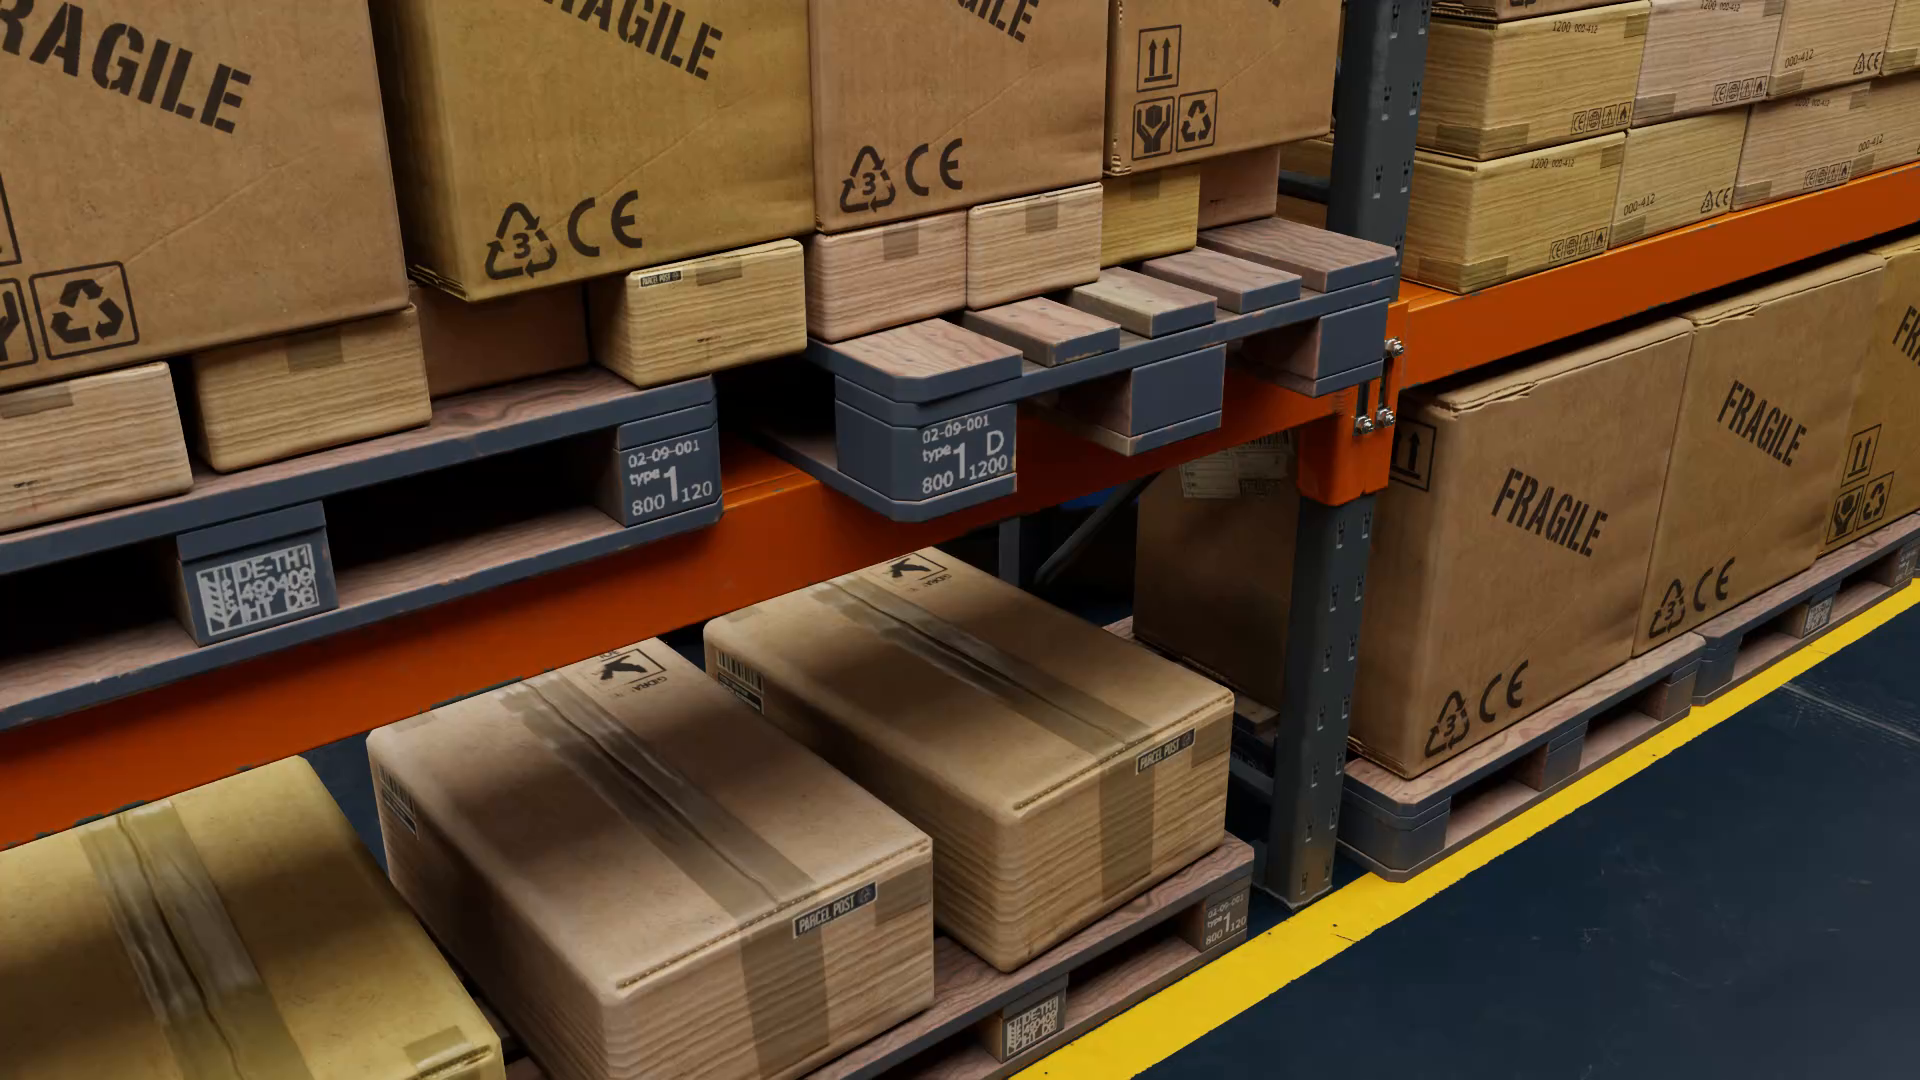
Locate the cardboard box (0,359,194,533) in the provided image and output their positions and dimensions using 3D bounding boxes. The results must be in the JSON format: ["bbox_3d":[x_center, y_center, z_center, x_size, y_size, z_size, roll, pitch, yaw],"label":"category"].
[{"bbox_3d":[-1.027,-0.152,1.815,0.250,0.149,0.380,-17,30,-32],"label":"cardboard box"}]

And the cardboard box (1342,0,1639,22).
[{"bbox_3d":[0.987,-1.293,3.166,0.500,0.500,0.500,-19,31,-36],"label":"cardboard box"}]

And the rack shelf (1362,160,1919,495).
[{"bbox_3d":[2.022,-0.940,4.567,4.000,0.370,1.077,-18,31,-34],"label":"rack shelf"}]

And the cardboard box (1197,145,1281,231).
[{"bbox_3d":[0.336,-0.660,2.909,0.250,0.149,0.380,-17,30,-32],"label":"cardboard box"}]

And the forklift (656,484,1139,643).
[{"bbox_3d":[-0.861,-1.262,4.488,3.031,2.935,1.130,-4,25,-10],"label":"forklift"}]

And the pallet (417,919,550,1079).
[{"bbox_3d":[-1.127,1.036,2.767,1.213,0.211,1.003,-18,31,-34],"label":"pallet"}]

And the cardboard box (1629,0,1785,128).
[{"bbox_3d":[1.407,-1.089,3.618,0.500,0.250,0.500,-17,30,-33],"label":"cardboard box"}]

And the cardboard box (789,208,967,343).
[{"bbox_3d":[-0.204,-0.423,2.399,0.250,0.149,0.380,-20,32,-36],"label":"cardboard box"}]

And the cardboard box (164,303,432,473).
[{"bbox_3d":[-0.835,-0.231,1.985,0.250,0.149,0.380,-19,31,-36],"label":"cardboard box"}]

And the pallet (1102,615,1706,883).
[{"bbox_3d":[1.115,0.338,4.270,1.213,0.211,1.003,-18,31,-34],"label":"pallet"}]

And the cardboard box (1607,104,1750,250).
[{"bbox_3d":[1.382,-0.862,3.722,0.500,0.250,0.500,-19,31,-35],"label":"cardboard box"}]

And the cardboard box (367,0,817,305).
[{"bbox_3d":[-0.534,-0.638,2.090,0.500,0.500,0.500,-21,32,-37],"label":"cardboard box"}]

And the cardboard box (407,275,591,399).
[{"bbox_3d":[-0.688,-0.324,2.184,0.250,0.149,0.380,-18,30,-34],"label":"cardboard box"}]

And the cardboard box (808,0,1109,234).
[{"bbox_3d":[-0.138,-0.769,2.374,0.500,0.500,0.500,-19,31,-35],"label":"cardboard box"}]

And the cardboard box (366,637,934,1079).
[{"bbox_3d":[-0.578,0.593,3.033,0.625,0.372,0.950,-19,31,-35],"label":"cardboard box"}]

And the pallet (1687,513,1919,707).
[{"bbox_3d":[2.075,0.023,4.949,1.213,0.211,1.003,-18,31,-34],"label":"pallet"}]

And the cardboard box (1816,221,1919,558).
[{"bbox_3d":[2.452,-0.588,4.978,0.875,0.875,0.875,-17,30,-33],"label":"cardboard box"}]

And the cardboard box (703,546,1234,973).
[{"bbox_3d":[-0.002,0.398,3.451,0.625,0.372,0.950,-21,32,-37],"label":"cardboard box"}]

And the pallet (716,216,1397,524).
[{"bbox_3d":[-0.047,-0.439,2.861,1.003,0.211,1.213,-18,31,-34],"label":"pallet"}]

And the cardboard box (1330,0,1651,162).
[{"bbox_3d":[1.000,-0.955,3.329,0.500,0.250,0.500,-19,31,-34],"label":"cardboard box"}]

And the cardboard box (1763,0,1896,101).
[{"bbox_3d":[1.807,-1.214,3.888,0.500,0.250,0.500,-18,31,-34],"label":"cardboard box"}]

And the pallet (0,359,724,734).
[{"bbox_3d":[-1.084,-0.132,2.199,1.213,0.211,1.003,-18,31,-34],"label":"pallet"}]

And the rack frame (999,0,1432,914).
[{"bbox_3d":[0.448,-0.747,3.296,0.127,3.000,1.000,-18,31,-34],"label":"rack frame"}]

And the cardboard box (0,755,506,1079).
[{"bbox_3d":[-1.178,0.788,2.612,0.625,0.372,0.950,-17,30,-32],"label":"cardboard box"}]

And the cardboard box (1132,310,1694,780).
[{"bbox_3d":[1.043,-0.125,3.982,0.875,0.875,0.875,-19,31,-34],"label":"cardboard box"}]

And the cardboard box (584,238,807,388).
[{"bbox_3d":[-0.412,-0.347,2.235,0.250,0.149,0.380,-18,30,-33],"label":"cardboard box"}]

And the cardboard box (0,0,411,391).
[{"bbox_3d":[-0.964,-0.496,1.785,0.500,0.500,0.500,-20,31,-36],"label":"cardboard box"}]

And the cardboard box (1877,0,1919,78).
[{"bbox_3d":[2.214,-1.342,4.162,0.500,0.250,0.500,-18,30,-33],"label":"cardboard box"}]

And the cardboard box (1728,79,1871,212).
[{"bbox_3d":[1.798,-0.996,4.011,0.500,0.250,0.500,-17,30,-32],"label":"cardboard box"}]

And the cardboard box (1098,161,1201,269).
[{"bbox_3d":[0.169,-0.566,2.707,0.250,0.149,0.380,-18,30,-33],"label":"cardboard box"}]

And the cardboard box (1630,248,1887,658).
[{"bbox_3d":[1.748,-0.356,4.478,0.875,0.875,0.875,-18,30,-33],"label":"cardboard box"}]

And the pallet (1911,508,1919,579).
[{"bbox_3d":[3.035,-0.295,5.636,1.213,0.211,1.003,-18,31,-34],"label":"pallet"}]

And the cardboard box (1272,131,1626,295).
[{"bbox_3d":[0.989,-0.722,3.422,0.500,0.250,0.500,-19,31,-35],"label":"cardboard box"}]

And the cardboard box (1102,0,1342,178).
[{"bbox_3d":[0.262,-0.907,2.671,0.500,0.500,0.500,-19,31,-35],"label":"cardboard box"}]

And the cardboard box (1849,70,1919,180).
[{"bbox_3d":[2.185,-1.125,4.290,0.500,0.250,0.500,-18,31,-34],"label":"cardboard box"}]

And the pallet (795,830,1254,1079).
[{"bbox_3d":[-0.167,0.721,3.446,1.213,0.211,1.003,-18,31,-34],"label":"pallet"}]

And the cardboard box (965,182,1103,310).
[{"bbox_3d":[-0.001,-0.486,2.534,0.250,0.149,0.380,-19,31,-34],"label":"cardboard box"}]

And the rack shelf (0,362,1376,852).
[{"bbox_3d":[-1.125,0.099,2.328,4.000,0.370,1.077,-18,31,-34],"label":"rack shelf"}]
